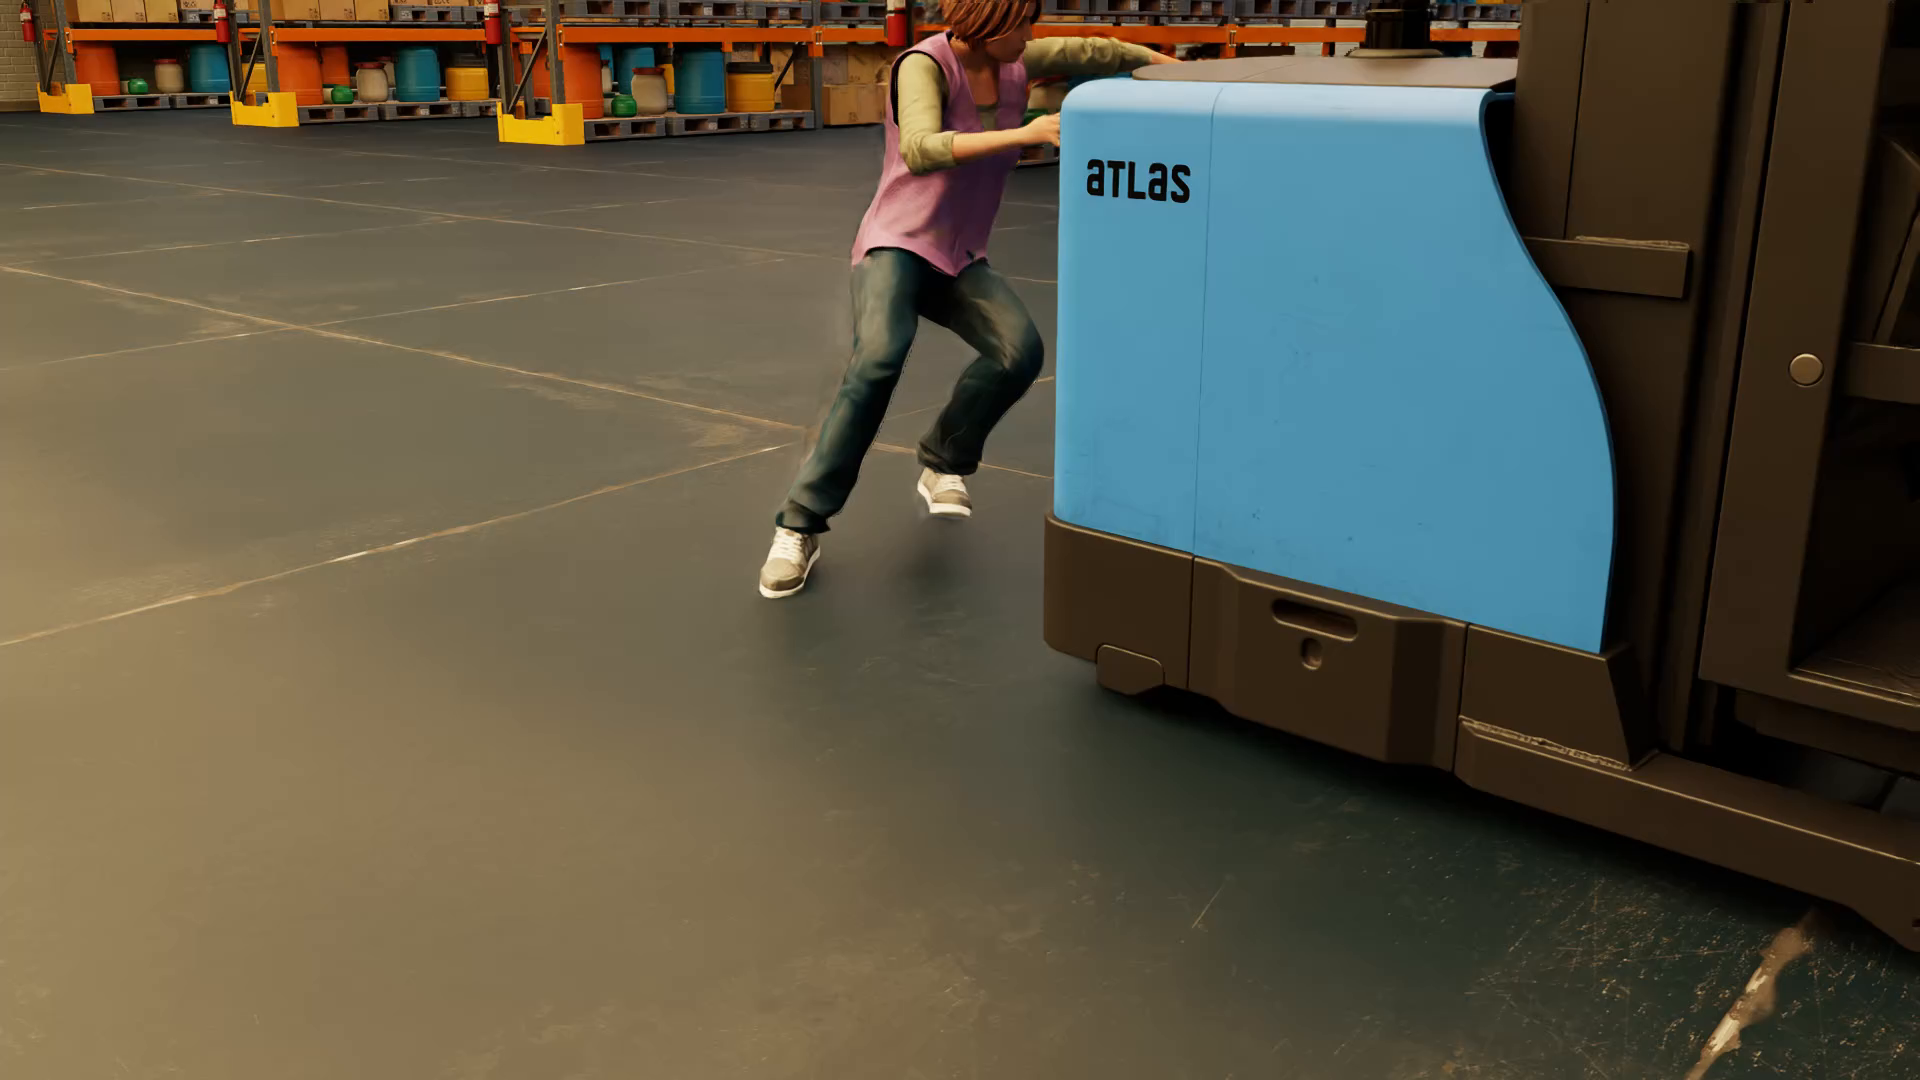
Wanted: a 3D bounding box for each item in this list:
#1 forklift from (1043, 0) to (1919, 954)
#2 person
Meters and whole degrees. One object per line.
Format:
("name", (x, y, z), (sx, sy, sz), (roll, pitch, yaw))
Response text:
("forklift", (1.579, -0.963, 2.068), (3.031, 2.935, 1.130), (15, 22, 40))
("person", (0.083, -0.650, 3.836), (1.413, 1.319, 0.733), (-14, 22, -39))
